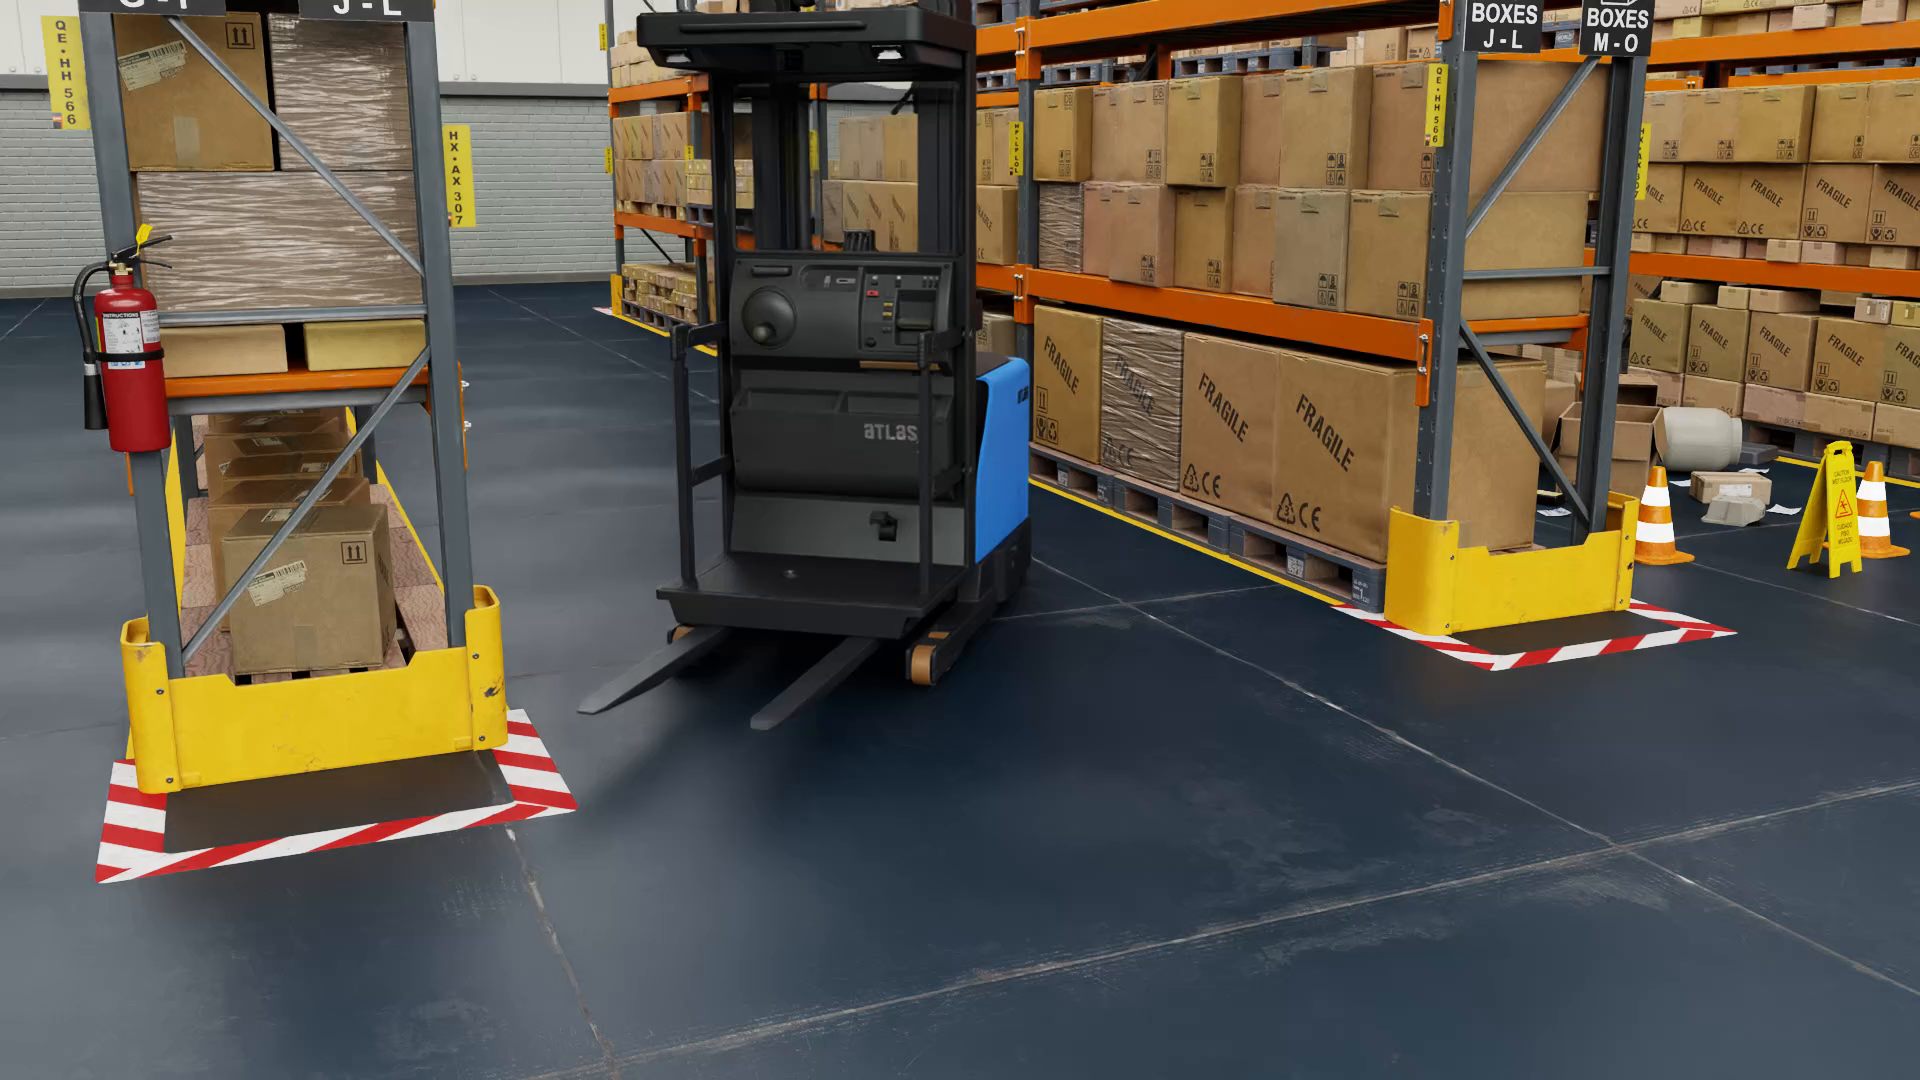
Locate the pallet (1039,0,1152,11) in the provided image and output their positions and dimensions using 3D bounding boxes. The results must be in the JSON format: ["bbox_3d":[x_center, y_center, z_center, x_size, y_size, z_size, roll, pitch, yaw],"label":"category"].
[{"bbox_3d":[1.166,-3.215,9.653,1.003,0.211,1.213,-6,14,-23],"label":"pallet"}]

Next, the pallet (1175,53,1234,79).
[{"bbox_3d":[2.983,-4.990,17.542,1.003,0.211,1.213,-5,14,-20],"label":"pallet"}]

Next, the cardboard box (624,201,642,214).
[{"bbox_3d":[-3.931,-4.118,20.567,0.380,0.149,0.250,-6,14,-25],"label":"cardboard box"}]

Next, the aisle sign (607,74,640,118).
[{"bbox_3d":[-4.263,-5.701,21.082,0.394,0.787,0.004,-6,14,-23],"label":"aisle sign"}]

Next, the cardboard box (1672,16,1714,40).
[{"bbox_3d":[5.294,-3.628,11.797,0.380,0.149,0.250,-6,14,-23],"label":"cardboard box"}]

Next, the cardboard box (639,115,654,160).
[{"bbox_3d":[-3.419,-4.692,19.391,0.500,0.500,0.500,-6,14,-25],"label":"cardboard box"}]

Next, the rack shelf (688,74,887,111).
[{"bbox_3d":[-1.556,-4.317,15.814,1.077,0.370,4.000,-6,14,-23],"label":"rack shelf"}]

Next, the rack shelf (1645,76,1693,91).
[{"bbox_3d":[7.486,-5.234,19.777,1.077,0.370,4.000,-6,14,-23],"label":"rack shelf"}]

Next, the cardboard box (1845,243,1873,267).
[{"bbox_3d":[6.005,-1.861,10.818,0.380,0.149,0.250,-6,14,-23],"label":"cardboard box"}]

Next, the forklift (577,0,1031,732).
[{"bbox_3d":[-0.538,-0.957,6.506,1.130,2.935,3.031,4,13,15],"label":"forklift"}]

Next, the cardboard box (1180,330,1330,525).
[{"bbox_3d":[1.763,-0.626,8.701,0.875,0.875,0.875,-6,14,-24],"label":"cardboard box"}]

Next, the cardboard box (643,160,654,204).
[{"bbox_3d":[-3.400,-4.207,19.511,0.500,0.500,0.500,-6,14,-24],"label":"cardboard box"}]

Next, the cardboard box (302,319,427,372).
[{"bbox_3d":[-2.031,-0.671,5.675,0.380,0.149,0.250,-6,14,-23],"label":"cardboard box"}]

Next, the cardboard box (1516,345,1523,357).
[{"bbox_3d":[4.839,-1.615,14.094,0.950,0.372,0.625,-5,14,-19],"label":"cardboard box"}]

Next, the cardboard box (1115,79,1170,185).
[{"bbox_3d":[1.381,-2.260,9.253,0.875,0.550,0.550,-6,14,-23],"label":"cardboard box"}]

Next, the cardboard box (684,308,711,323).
[{"bbox_3d":[-2.826,-2.486,18.348,0.380,0.149,0.250,-5,14,-22],"label":"cardboard box"}]

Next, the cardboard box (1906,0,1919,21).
[{"bbox_3d":[6.058,-3.263,10.220,0.380,0.149,0.250,-6,14,-25],"label":"cardboard box"}]

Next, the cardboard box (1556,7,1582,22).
[{"bbox_3d":[4.976,-4.135,12.834,0.500,0.250,0.500,-6,14,-24],"label":"cardboard box"}]

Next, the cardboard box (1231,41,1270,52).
[{"bbox_3d":[3.170,-5.163,16.721,0.700,0.500,0.500,-6,15,-26],"label":"cardboard box"}]

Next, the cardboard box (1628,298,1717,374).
[{"bbox_3d":[5.332,-1.519,12.283,0.500,0.500,0.500,-5,14,-20],"label":"cardboard box"}]

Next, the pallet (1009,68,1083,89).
[{"bbox_3d":[1.335,-5.927,21.372,1.003,0.211,1.213,-6,14,-23],"label":"pallet"}]

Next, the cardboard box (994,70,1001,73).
[{"bbox_3d":[0.798,-6.471,22.703,0.500,0.250,0.500,-7,15,-28],"label":"cardboard box"}]

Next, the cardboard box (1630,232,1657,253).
[{"bbox_3d":[5.175,-2.218,12.359,0.380,0.149,0.250,-6,14,-23],"label":"cardboard box"}]

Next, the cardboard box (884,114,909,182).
[{"bbox_3d":[-0.173,-3.025,12.849,0.700,0.500,0.500,-6,14,-24],"label":"cardboard box"}]

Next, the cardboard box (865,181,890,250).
[{"bbox_3d":[-0.414,-2.516,12.866,0.500,0.500,0.500,-6,14,-23],"label":"cardboard box"}]

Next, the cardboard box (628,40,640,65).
[{"bbox_3d":[-3.620,-5.751,19.635,0.500,0.250,0.500,-5,14,-22],"label":"cardboard box"}]

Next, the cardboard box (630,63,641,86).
[{"bbox_3d":[-3.589,-5.504,19.679,0.500,0.250,0.500,-6,14,-25],"label":"cardboard box"}]

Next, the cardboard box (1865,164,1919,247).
[{"bbox_3d":[6.081,-2.097,10.396,0.500,0.500,0.500,-6,14,-23],"label":"cardboard box"}]

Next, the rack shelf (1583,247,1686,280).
[{"bbox_3d":[4.541,-2.497,14.604,1.077,0.370,4.000,-6,14,-23],"label":"rack shelf"}]

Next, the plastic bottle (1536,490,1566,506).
[{"bbox_3d":[3.421,-0.256,9.840,0.133,0.061,0.283,-12,18,-42],"label":"plastic bottle"}]

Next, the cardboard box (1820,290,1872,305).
[{"bbox_3d":[9.063,-2.354,16.726,0.875,0.625,0.625,-6,14,-25],"label":"cardboard box"}]

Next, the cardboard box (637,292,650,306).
[{"bbox_3d":[-3.755,-2.964,20.417,0.380,0.149,0.250,-5,14,-22],"label":"cardboard box"}]

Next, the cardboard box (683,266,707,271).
[{"bbox_3d":[-3.201,-3.307,20.577,0.380,0.149,0.250,-6,14,-25],"label":"cardboard box"}]

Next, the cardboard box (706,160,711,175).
[{"bbox_3d":[-2.305,-3.707,16.539,0.380,0.149,0.250,-6,14,-24],"label":"cardboard box"}]

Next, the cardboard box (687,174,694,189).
[{"bbox_3d":[-2.621,-3.724,17.273,0.380,0.149,0.250,-5,14,-22],"label":"cardboard box"}]

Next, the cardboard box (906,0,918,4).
[{"bbox_3d":[-0.056,-3.980,11.807,0.500,0.311,0.500,-6,14,-25],"label":"cardboard box"}]

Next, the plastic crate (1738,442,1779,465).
[{"bbox_3d":[5.220,-0.614,11.345,0.402,0.080,0.583,-12,18,-42],"label":"plastic crate"}]

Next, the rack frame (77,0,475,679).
[{"bbox_3d":[-2.135,-0.713,5.299,1.000,3.000,0.127,-6,14,-23],"label":"rack frame"}]

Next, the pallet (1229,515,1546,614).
[{"bbox_3d":[2.058,0.060,8.142,1.003,0.211,1.213,-6,14,-23],"label":"pallet"}]

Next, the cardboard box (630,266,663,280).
[{"bbox_3d":[-3.857,-3.303,20.560,0.380,0.149,0.250,-6,14,-23],"label":"cardboard box"}]

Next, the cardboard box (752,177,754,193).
[{"bbox_3d":[-1.686,-3.242,15.192,0.380,0.149,0.250,-6,14,-23],"label":"cardboard box"}]

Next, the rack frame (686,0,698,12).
[{"bbox_3d":[-2.357,-6.542,17.180,1.000,3.000,0.127,-6,14,-23],"label":"rack frame"}]

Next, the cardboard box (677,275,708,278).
[{"bbox_3d":[-3.015,-2.936,18.974,0.380,0.149,0.250,-5,14,-21],"label":"cardboard box"}]

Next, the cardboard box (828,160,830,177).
[{"bbox_3d":[-1.072,-3.439,15.384,0.380,0.149,0.250,-6,14,-25],"label":"cardboard box"}]

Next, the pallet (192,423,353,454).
[{"bbox_3d":[-4.543,-0.594,10.969,1.003,0.211,1.213,-6,14,-23],"label":"pallet"}]

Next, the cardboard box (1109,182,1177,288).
[{"bbox_3d":[1.356,-1.731,9.364,0.875,0.550,0.550,-6,14,-23],"label":"cardboard box"}]

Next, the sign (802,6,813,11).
[{"bbox_3d":[-1.253,-4.458,13.680,0.100,0.325,0.005,-6,14,-23],"label":"sign"}]

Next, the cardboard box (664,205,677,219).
[{"bbox_3d":[-3.158,-3.748,18.969,0.380,0.149,0.250,-6,14,-25],"label":"cardboard box"}]

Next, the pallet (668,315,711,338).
[{"bbox_3d":[-2.658,-2.397,18.757,1.003,0.211,1.213,-6,14,-23],"label":"pallet"}]

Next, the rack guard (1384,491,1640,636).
[{"bbox_3d":[2.460,0.082,7.405,1.175,0.500,0.348,-6,14,-23],"label":"rack guard"}]

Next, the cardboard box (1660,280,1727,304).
[{"bbox_3d":[5.327,-1.804,12.075,0.380,0.149,0.250,-5,14,-22],"label":"cardboard box"}]

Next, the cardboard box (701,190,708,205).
[{"bbox_3d":[-2.408,-3.470,16.837,0.380,0.149,0.250,-6,14,-23],"label":"cardboard box"}]

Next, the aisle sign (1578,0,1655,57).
[{"bbox_3d":[2.753,-2.419,6.905,0.394,0.787,0.004,-6,14,-23],"label":"aisle sign"}]

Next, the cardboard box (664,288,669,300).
[{"bbox_3d":[-3.237,-2.894,19.452,0.380,0.149,0.250,-6,14,-26],"label":"cardboard box"}]

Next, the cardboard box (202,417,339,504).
[{"bbox_3d":[-3.378,-0.323,8.223,0.500,0.500,0.500,-1,13,-5],"label":"cardboard box"}]
